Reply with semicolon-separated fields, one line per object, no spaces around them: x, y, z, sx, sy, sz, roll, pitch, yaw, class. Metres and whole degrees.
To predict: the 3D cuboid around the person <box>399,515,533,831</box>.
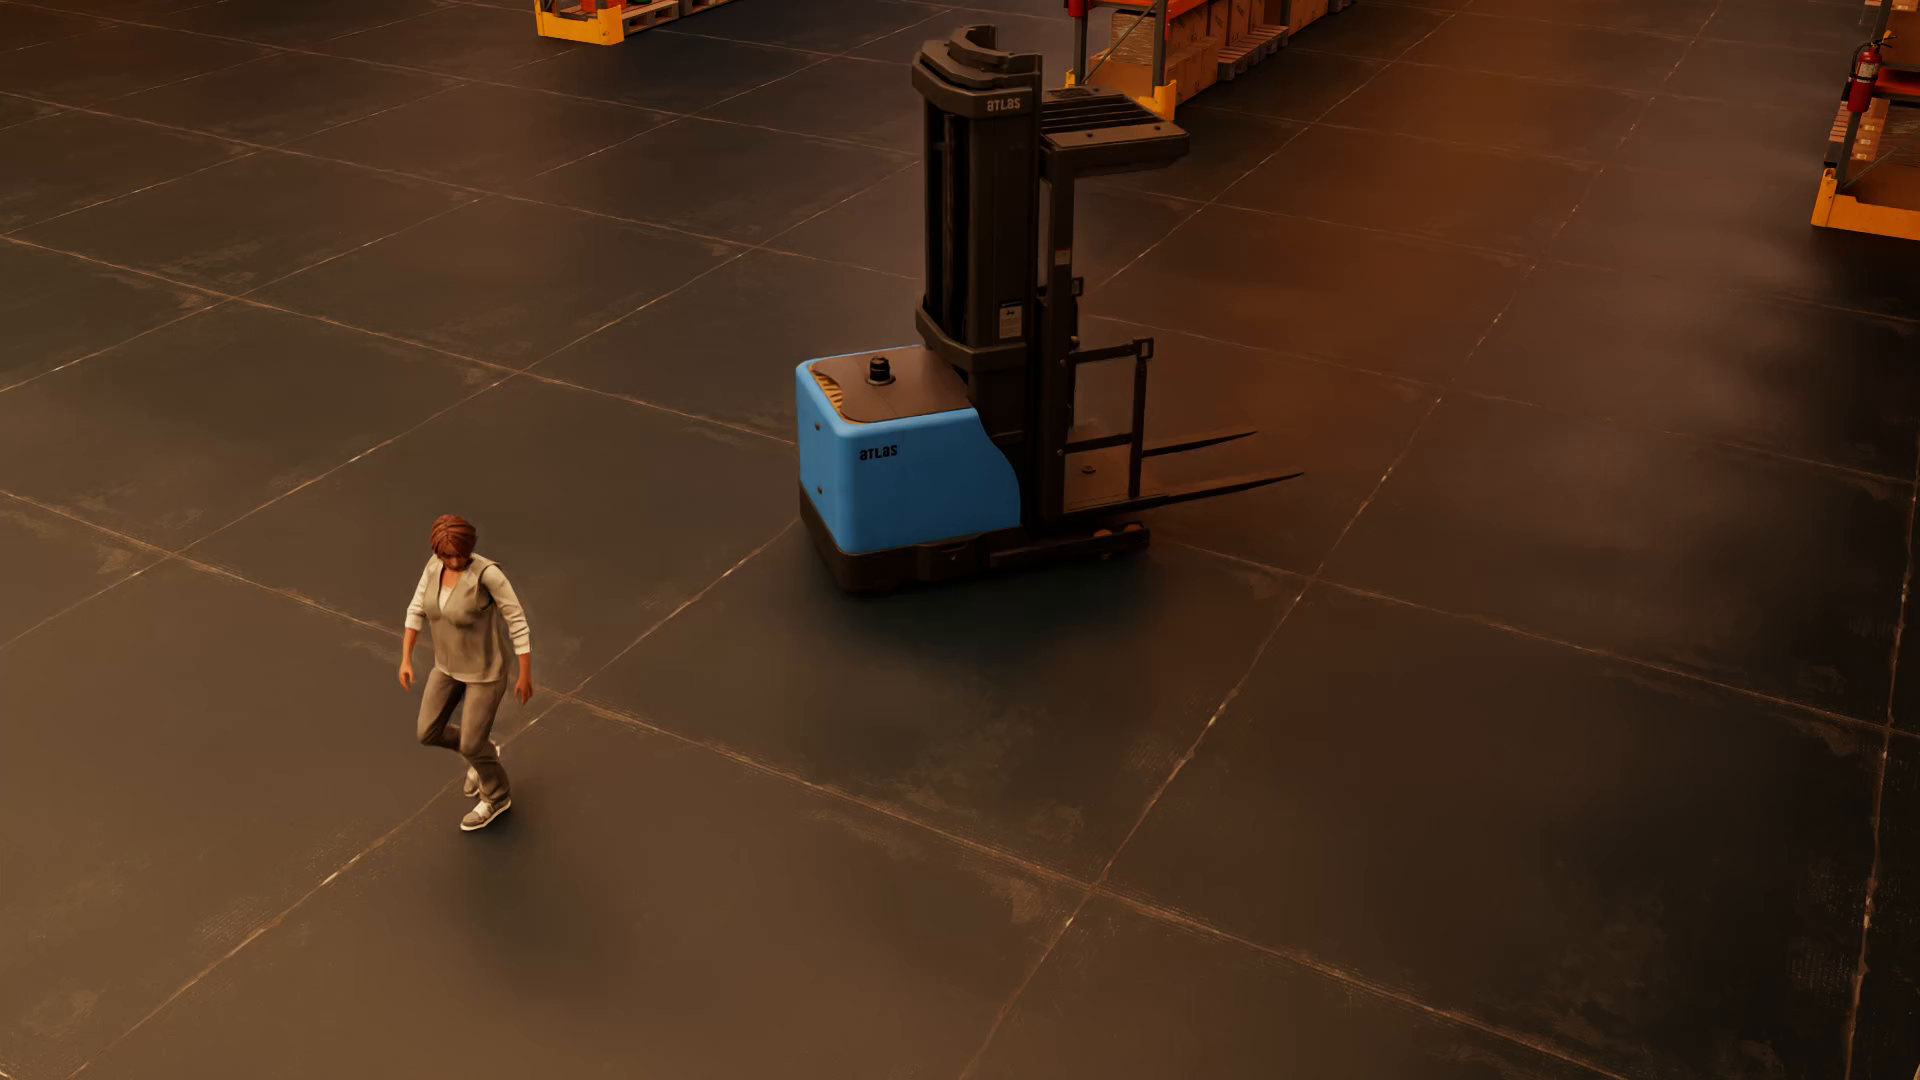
-2.176;0.609;7.396;0.649;1.559;0.418;18;34;28;person

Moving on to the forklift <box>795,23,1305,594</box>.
0.600;-1.401;9.499;3.031;2.935;1.130;-10;31;-17;forklift
